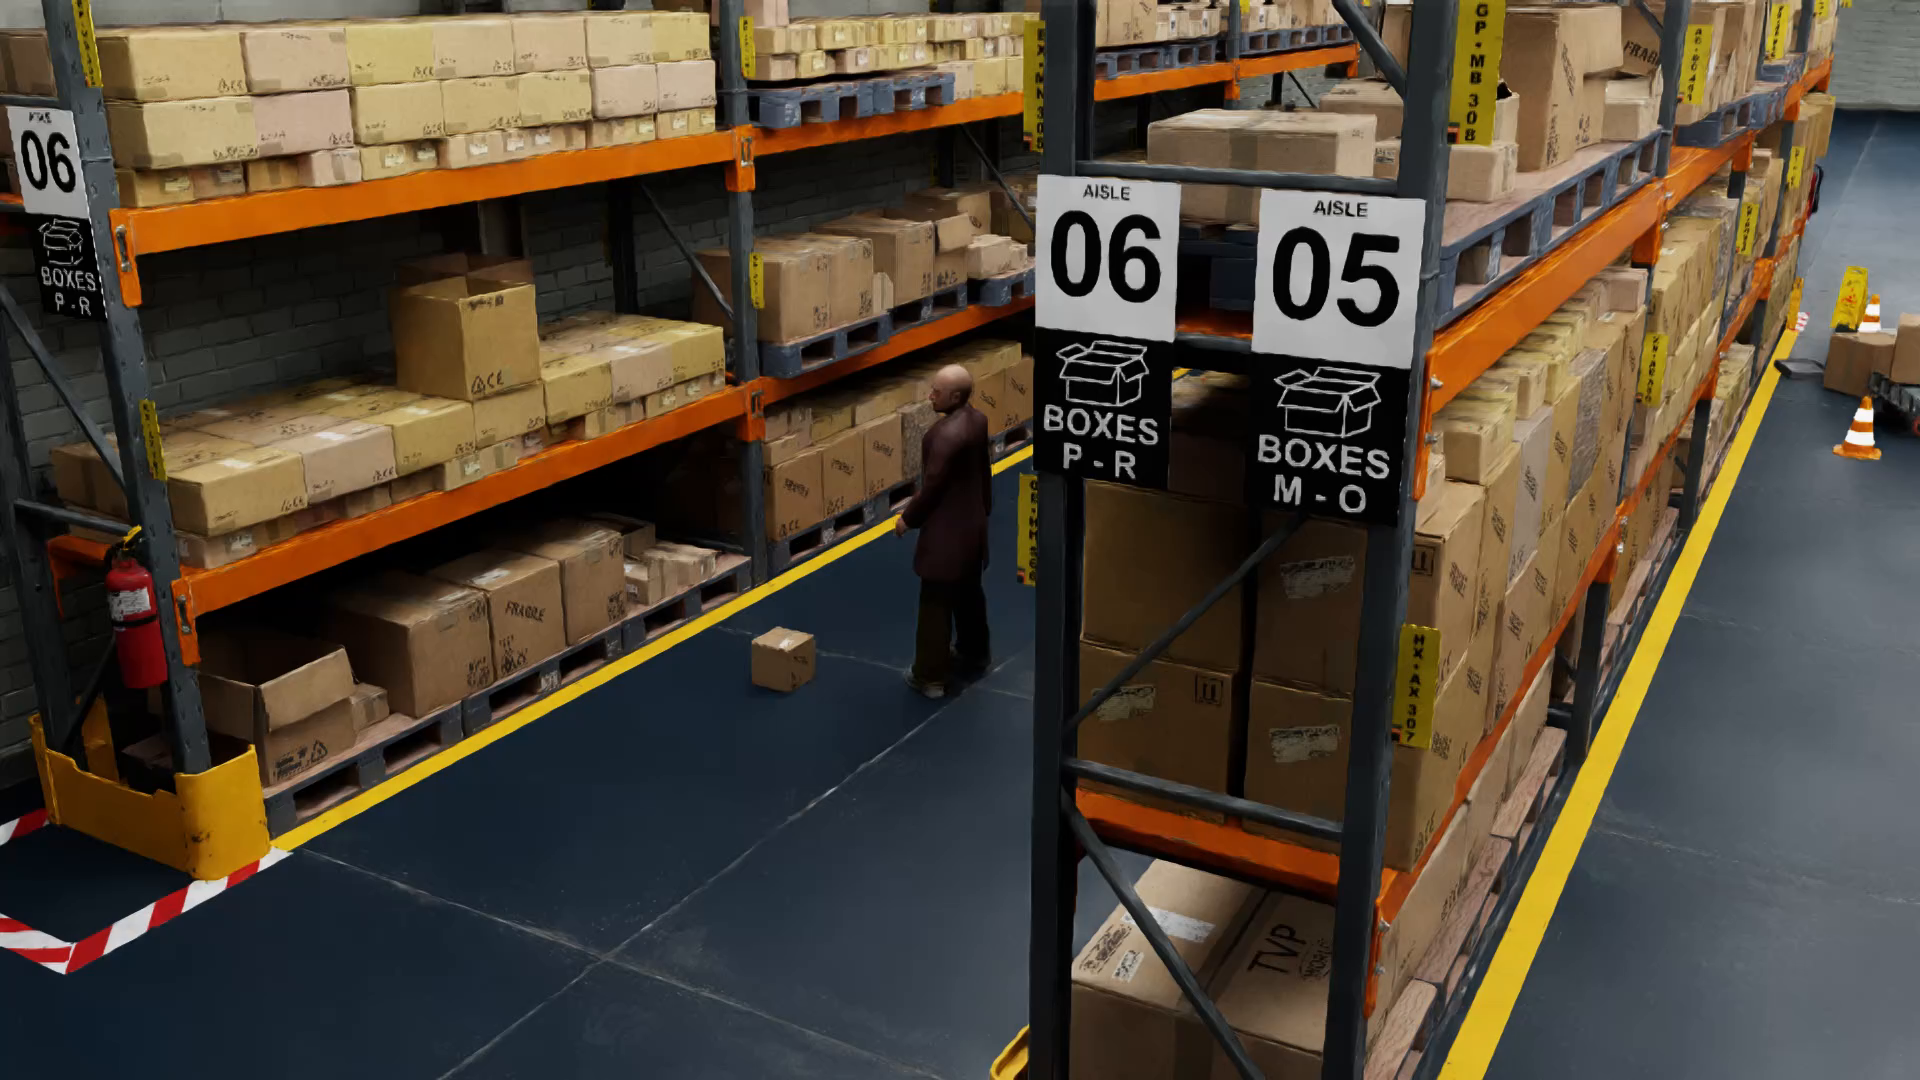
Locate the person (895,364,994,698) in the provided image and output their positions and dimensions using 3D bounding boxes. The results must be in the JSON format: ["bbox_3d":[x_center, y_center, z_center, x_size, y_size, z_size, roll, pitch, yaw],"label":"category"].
[{"bbox_3d":[-0.090,-0.070,8.781,0.466,1.779,0.650,7,20,19],"label":"person"}]
